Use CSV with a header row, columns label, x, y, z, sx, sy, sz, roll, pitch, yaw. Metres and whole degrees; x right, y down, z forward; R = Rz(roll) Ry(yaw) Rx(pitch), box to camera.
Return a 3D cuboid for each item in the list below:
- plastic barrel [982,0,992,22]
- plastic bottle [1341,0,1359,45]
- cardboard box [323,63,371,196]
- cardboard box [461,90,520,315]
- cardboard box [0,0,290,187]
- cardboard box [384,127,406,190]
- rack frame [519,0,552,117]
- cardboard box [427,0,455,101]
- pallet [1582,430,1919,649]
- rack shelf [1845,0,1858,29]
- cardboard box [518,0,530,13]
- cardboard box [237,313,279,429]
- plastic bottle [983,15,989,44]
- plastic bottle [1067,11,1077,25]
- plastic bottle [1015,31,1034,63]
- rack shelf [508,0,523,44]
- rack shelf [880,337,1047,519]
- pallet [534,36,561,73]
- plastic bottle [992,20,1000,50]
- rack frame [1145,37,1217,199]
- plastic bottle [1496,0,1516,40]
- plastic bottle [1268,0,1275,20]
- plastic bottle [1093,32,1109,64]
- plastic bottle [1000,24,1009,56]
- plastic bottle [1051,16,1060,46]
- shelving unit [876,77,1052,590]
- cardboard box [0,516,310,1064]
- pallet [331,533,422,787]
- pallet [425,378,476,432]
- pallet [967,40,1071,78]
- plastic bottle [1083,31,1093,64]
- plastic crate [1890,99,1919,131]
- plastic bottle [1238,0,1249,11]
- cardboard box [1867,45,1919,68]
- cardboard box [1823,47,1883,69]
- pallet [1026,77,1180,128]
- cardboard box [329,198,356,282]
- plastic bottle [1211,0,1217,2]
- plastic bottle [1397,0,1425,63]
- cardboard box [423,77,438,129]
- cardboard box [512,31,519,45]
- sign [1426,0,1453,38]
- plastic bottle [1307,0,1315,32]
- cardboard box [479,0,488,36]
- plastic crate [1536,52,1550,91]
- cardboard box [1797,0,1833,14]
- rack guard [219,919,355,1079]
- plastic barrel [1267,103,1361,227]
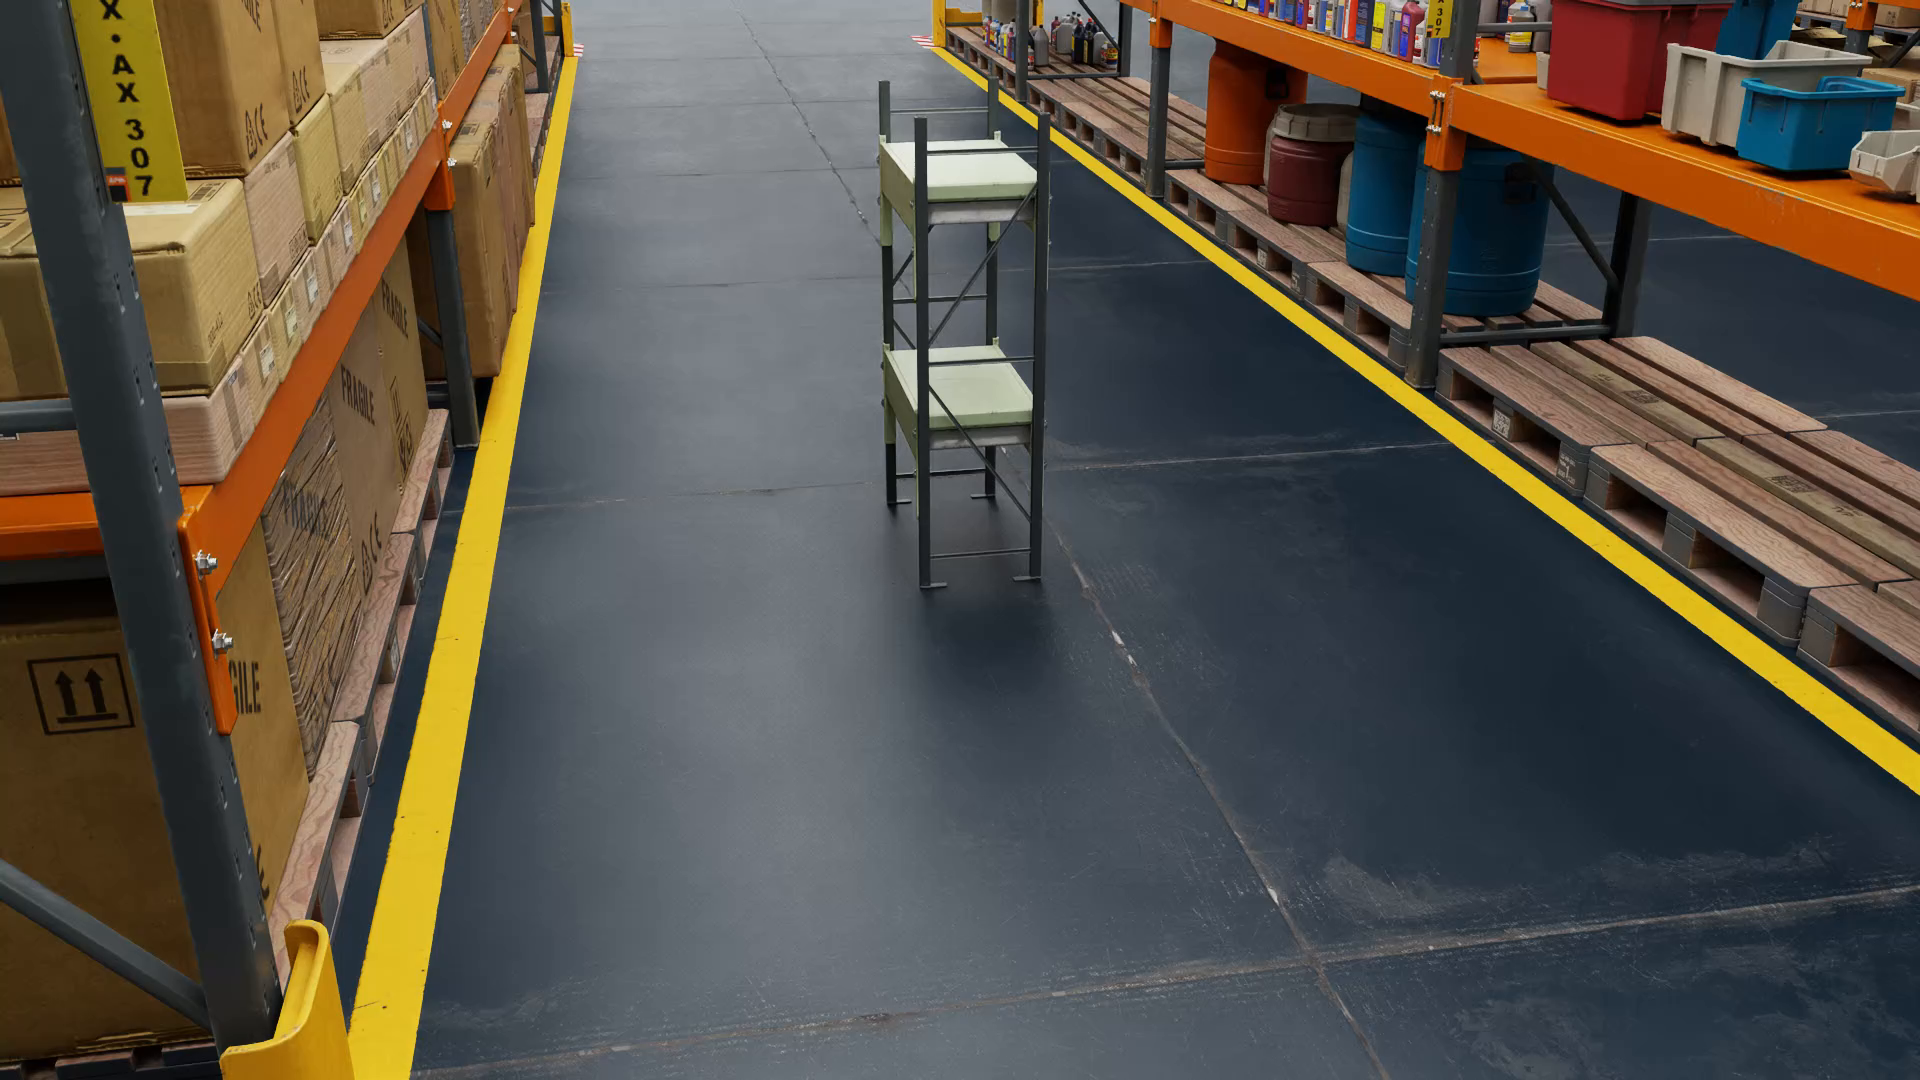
label,x,y,z,sx,sy,sz,roll,pitch,yaw
plastic barrel,0.440,-5.604,17.418,0.421,0.512,0.421,0,24,0
plastic bottle,1.911,-2.501,7.884,0.152,0.276,0.135,-4,24,-10
cardboard box,-1.782,-1.028,4.172,0.500,0.250,0.500,-5,24,-11
cardboard box,-2.709,-1.539,7.656,1.225,0.875,0.875,-5,24,-12
cardboard box,-1.581,-0.962,3.083,0.500,0.500,0.500,-5,24,-11
cardboard box,-1.836,-1.103,4.841,0.380,0.149,0.250,-4,24,-9
rack frame,-3.884,-4.865,13.142,1.000,3.000,0.127,-4,24,-10
cardboard box,-2.244,-1.964,6.373,0.500,0.500,0.500,-4,24,-10
pallet,2.866,-0.040,5.578,1.003,0.211,1.213,-4,24,-10
rack shelf,6.222,-4.480,13.160,1.077,0.370,4.000,-4,24,-10
cardboard box,-4.284,-4.758,15.496,0.500,0.500,0.500,-2,24,-5
cardboard box,-1.456,-0.295,2.991,0.380,0.149,0.250,-5,24,-11
plastic bottle,0.272,-5.020,16.356,0.097,0.271,0.097,0,24,0
plastic bottle,1.094,-4.882,15.941,0.144,0.351,0.185,-3,24,-8
plastic bottle,0.581,-4.451,14.954,0.144,0.351,0.185,-5,24,-11
rack shelf,-3.515,-3.749,11.484,1.077,0.370,4.000,-4,24,-10
rack shelf,-0.001,-0.391,5.586,0.431,0.370,0.720,-4,24,-10
pallet,-4.495,-4.809,16.496,1.003,0.211,1.213,-4,24,-10
plastic bottle,0.354,-4.846,15.957,0.097,0.271,0.097,0,24,0
rack frame,1.723,-3.658,10.379,1.000,3.000,0.127,-4,24,-10
plastic bottle,2.650,-2.557,8.002,0.061,0.283,0.133,-4,24,-10
plastic bottle,1.693,-2.903,8.811,0.097,0.271,0.097,0,24,0
plastic bottle,1.268,-4.468,15.086,0.152,0.276,0.135,-3,24,-8
plastic bottle,0.459,-4.684,15.580,0.152,0.276,0.135,-4,24,-9
plastic bottle,0.929,-4.963,16.209,0.061,0.283,0.133,-4,24,-10
shelving unit,-0.001,-0.690,5.456,0.431,1.500,0.755,-4,24,-10
cardboard box,-1.862,0.390,3.238,0.875,0.875,0.875,-4,24,-10
pallet,-2.112,0.345,4.696,1.003,0.211,1.213,-4,24,-10
pallet,-2.622,-0.738,7.177,1.003,0.211,1.213,-4,24,-10
pallet,0.671,-4.702,16.252,1.003,0.211,1.213,-4,24,-10
plastic bottle,1.164,-4.463,15.066,0.061,0.283,0.133,-4,24,-10
plastic crate,3.080,-1.329,5.300,0.293,0.136,0.466,-4,24,-10
plastic bottle,1.593,-3.082,9.205,0.061,0.283,0.133,-4,24,-10
cardboard box,6.783,-3.441,12.090,0.500,0.311,0.500,-4,24,-8
cardboard box,6.253,-3.401,11.999,0.500,0.311,0.500,-4,24,-8
pallet,1.166,-3.648,13.838,1.003,0.211,1.213,-4,24,-10
cardboard box,-1.647,-0.700,3.918,0.380,0.149,0.250,-5,24,-10
plastic bottle,1.501,-3.278,9.654,0.061,0.283,0.133,-4,24,-10
plastic bottle,1.984,-2.250,7.300,0.061,0.283,0.133,-4,24,-10
cardboard box,-2.027,-1.508,5.768,0.380,0.149,0.250,-4,24,-9
cardboard box,-3.792,-3.678,12.997,0.700,0.500,0.500,-6,24,-14
sign,1.921,-2.172,6.629,0.100,0.325,0.005,-4,24,-10
plastic bottle,1.795,-2.655,8.329,0.097,0.201,0.097,0,24,0
cardboard box,-2.624,-2.761,8.200,0.500,0.500,0.500,-5,24,-11
plastic crate,2.408,-1.798,6.374,0.396,0.136,0.243,-4,24,-10
cardboard box,10.019,-6.229,19.074,0.500,0.311,0.500,-7,25,-16
rack guard,-1.661,1.010,2.813,1.175,0.500,0.348,-4,24,-10
plastic barrel,2.039,-2.110,9.322,0.600,0.588,0.708,-4,24,-10
